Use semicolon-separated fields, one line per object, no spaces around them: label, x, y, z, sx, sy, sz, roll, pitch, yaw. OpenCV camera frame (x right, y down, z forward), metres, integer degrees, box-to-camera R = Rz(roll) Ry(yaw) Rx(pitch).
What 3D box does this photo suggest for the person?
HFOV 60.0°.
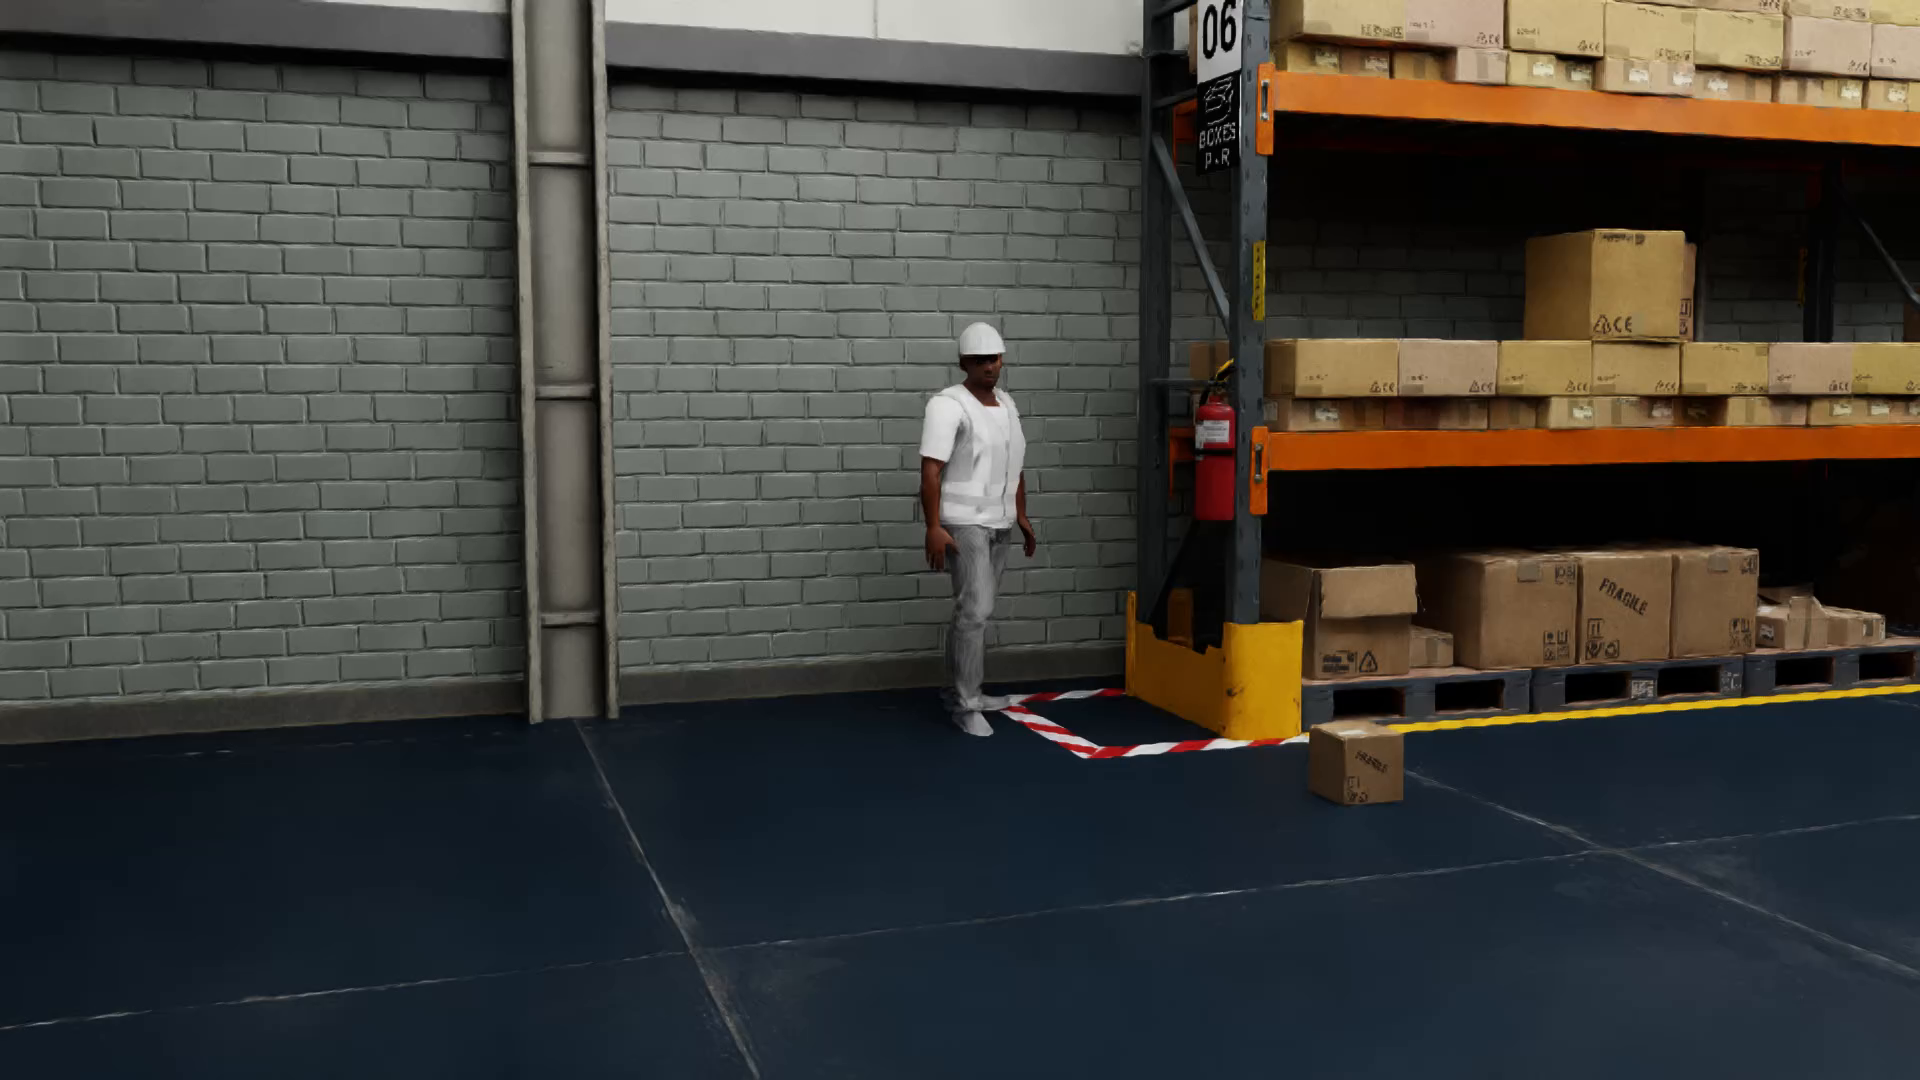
person;0.069;-0.041;7.315;0.483;1.812;0.602;4;7;34
